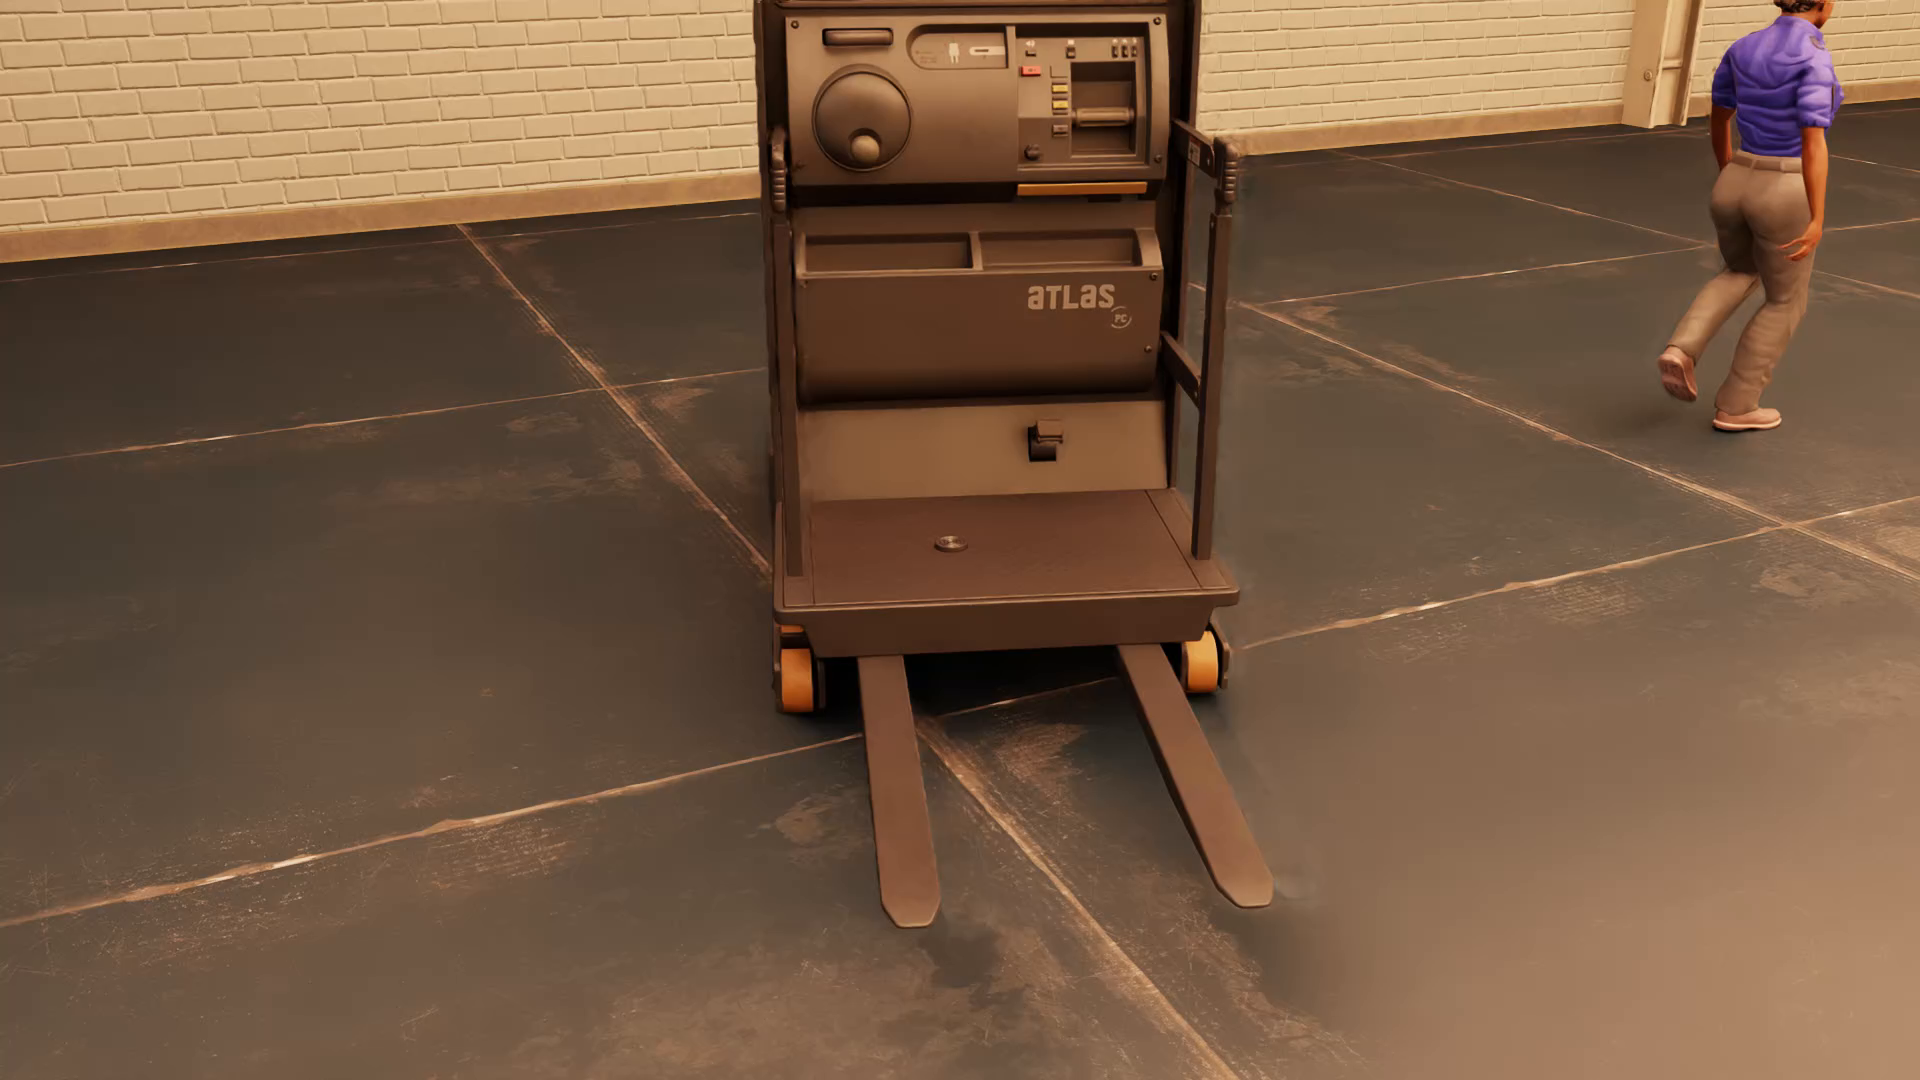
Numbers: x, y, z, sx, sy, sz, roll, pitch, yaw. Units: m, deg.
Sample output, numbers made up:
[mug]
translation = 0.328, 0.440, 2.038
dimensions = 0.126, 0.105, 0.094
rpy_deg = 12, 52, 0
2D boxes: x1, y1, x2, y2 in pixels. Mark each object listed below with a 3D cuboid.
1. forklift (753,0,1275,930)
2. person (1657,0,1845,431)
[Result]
[forklift]
translation = 0.070, -1.063, 3.845
dimensions = 1.130, 2.935, 3.031
rpy_deg = -2, 23, -5
[person]
translation = 2.836, -1.193, 5.851
dimensions = 0.463, 1.640, 0.629
rpy_deg = -10, 24, -22
